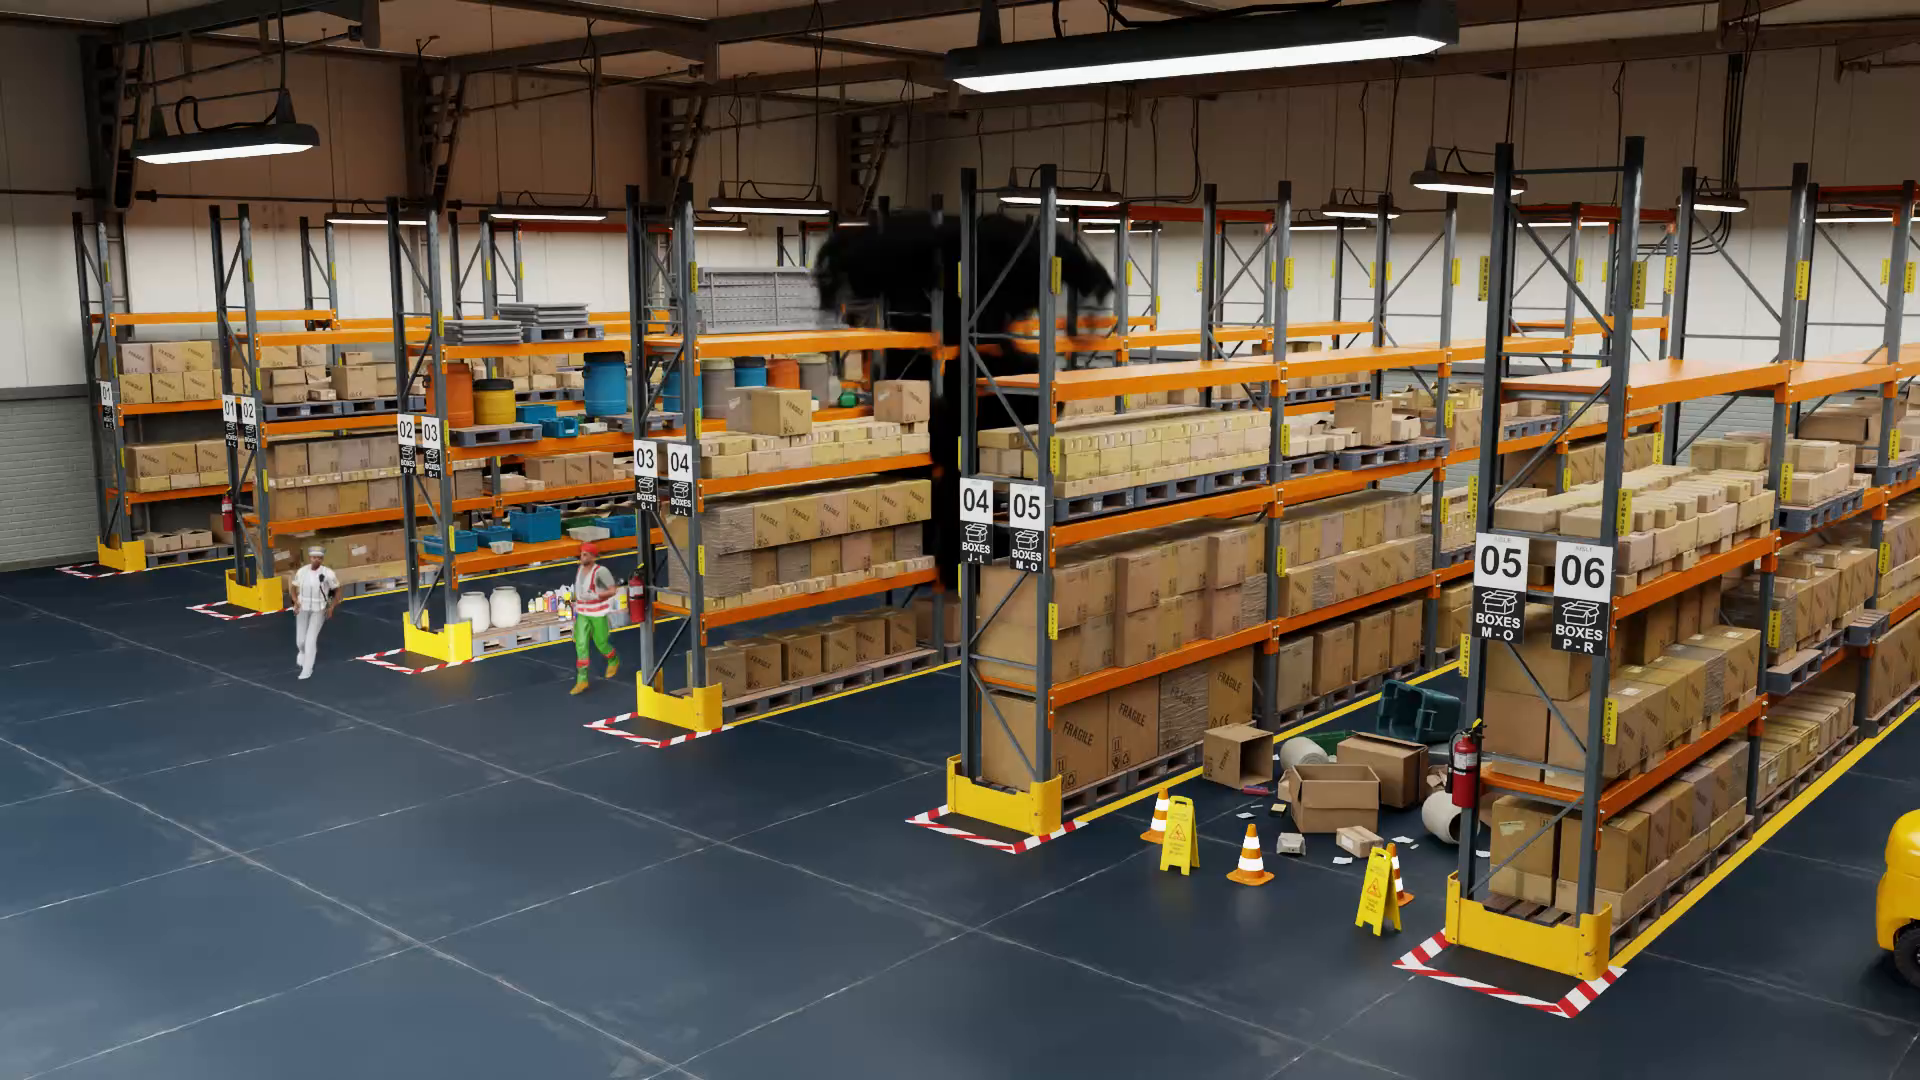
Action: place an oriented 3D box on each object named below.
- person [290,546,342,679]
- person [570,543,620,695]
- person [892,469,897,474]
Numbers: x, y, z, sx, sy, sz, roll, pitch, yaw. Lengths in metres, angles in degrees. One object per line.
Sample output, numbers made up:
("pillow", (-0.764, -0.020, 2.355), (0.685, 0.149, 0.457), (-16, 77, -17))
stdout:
("person", (-8.162, 0.876, 21.088), (0.635, 1.654, 0.634), (-2, 10, -11))
("person", (-4.450, 0.920, 20.314), (0.634, 1.803, 0.929), (4, 10, 24))
("person", (-1.500, -0.993, 32.473), (0.614, 1.609, 0.575), (6, 11, 34))
